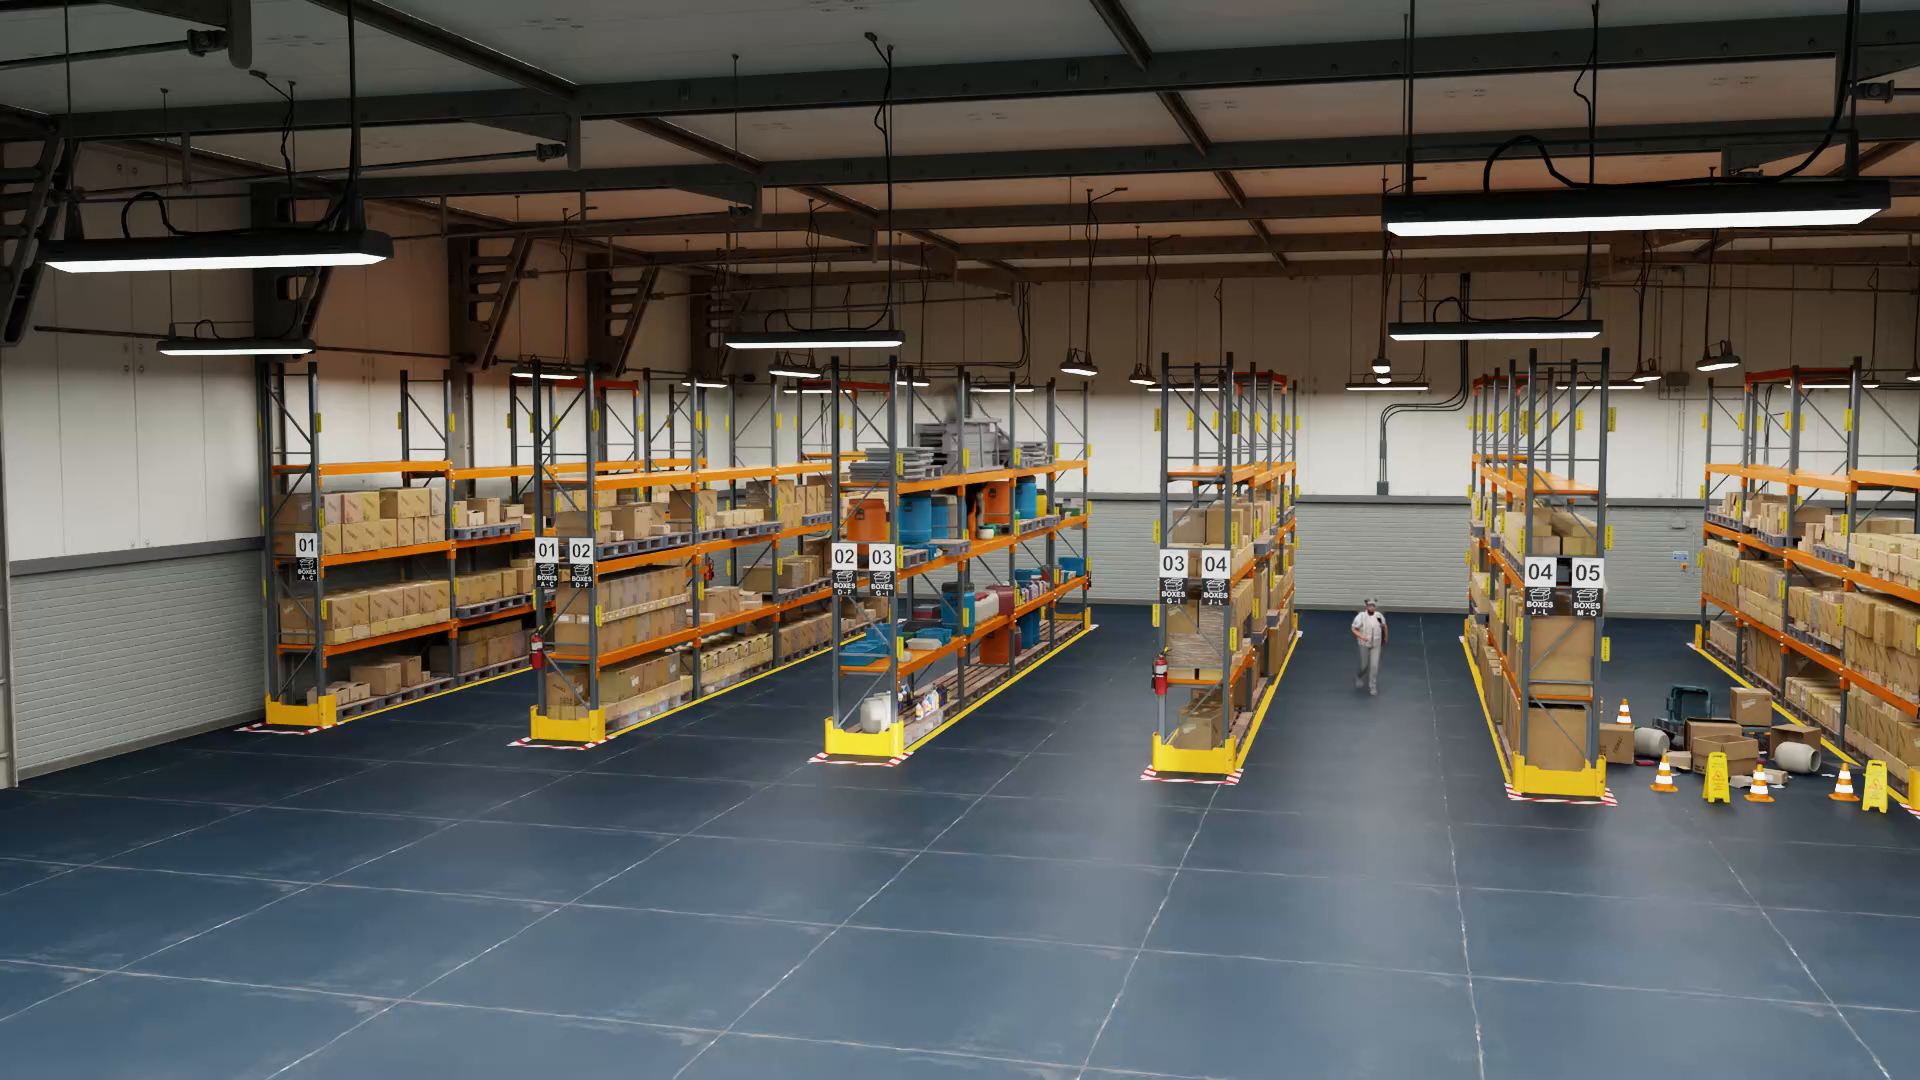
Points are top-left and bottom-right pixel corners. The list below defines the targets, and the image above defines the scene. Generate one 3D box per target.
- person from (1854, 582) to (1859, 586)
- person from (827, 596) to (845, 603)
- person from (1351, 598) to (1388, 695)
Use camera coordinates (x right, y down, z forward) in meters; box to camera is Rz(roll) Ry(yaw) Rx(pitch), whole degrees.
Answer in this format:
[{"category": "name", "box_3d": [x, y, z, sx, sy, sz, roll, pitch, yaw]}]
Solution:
[{"category": "person", "box_3d": [18.415, 1.750, 34.011, 0.659, 1.772, 1.045, -1, 4, -8]}, {"category": "person", "box_3d": [-3.232, 1.155, 43.549, 0.741, 1.606, 0.591, 3, 5, 33]}, {"category": "person", "box_3d": [7.625, 1.950, 30.939, 0.688, 1.787, 0.798, 0, 4, 1]}]
